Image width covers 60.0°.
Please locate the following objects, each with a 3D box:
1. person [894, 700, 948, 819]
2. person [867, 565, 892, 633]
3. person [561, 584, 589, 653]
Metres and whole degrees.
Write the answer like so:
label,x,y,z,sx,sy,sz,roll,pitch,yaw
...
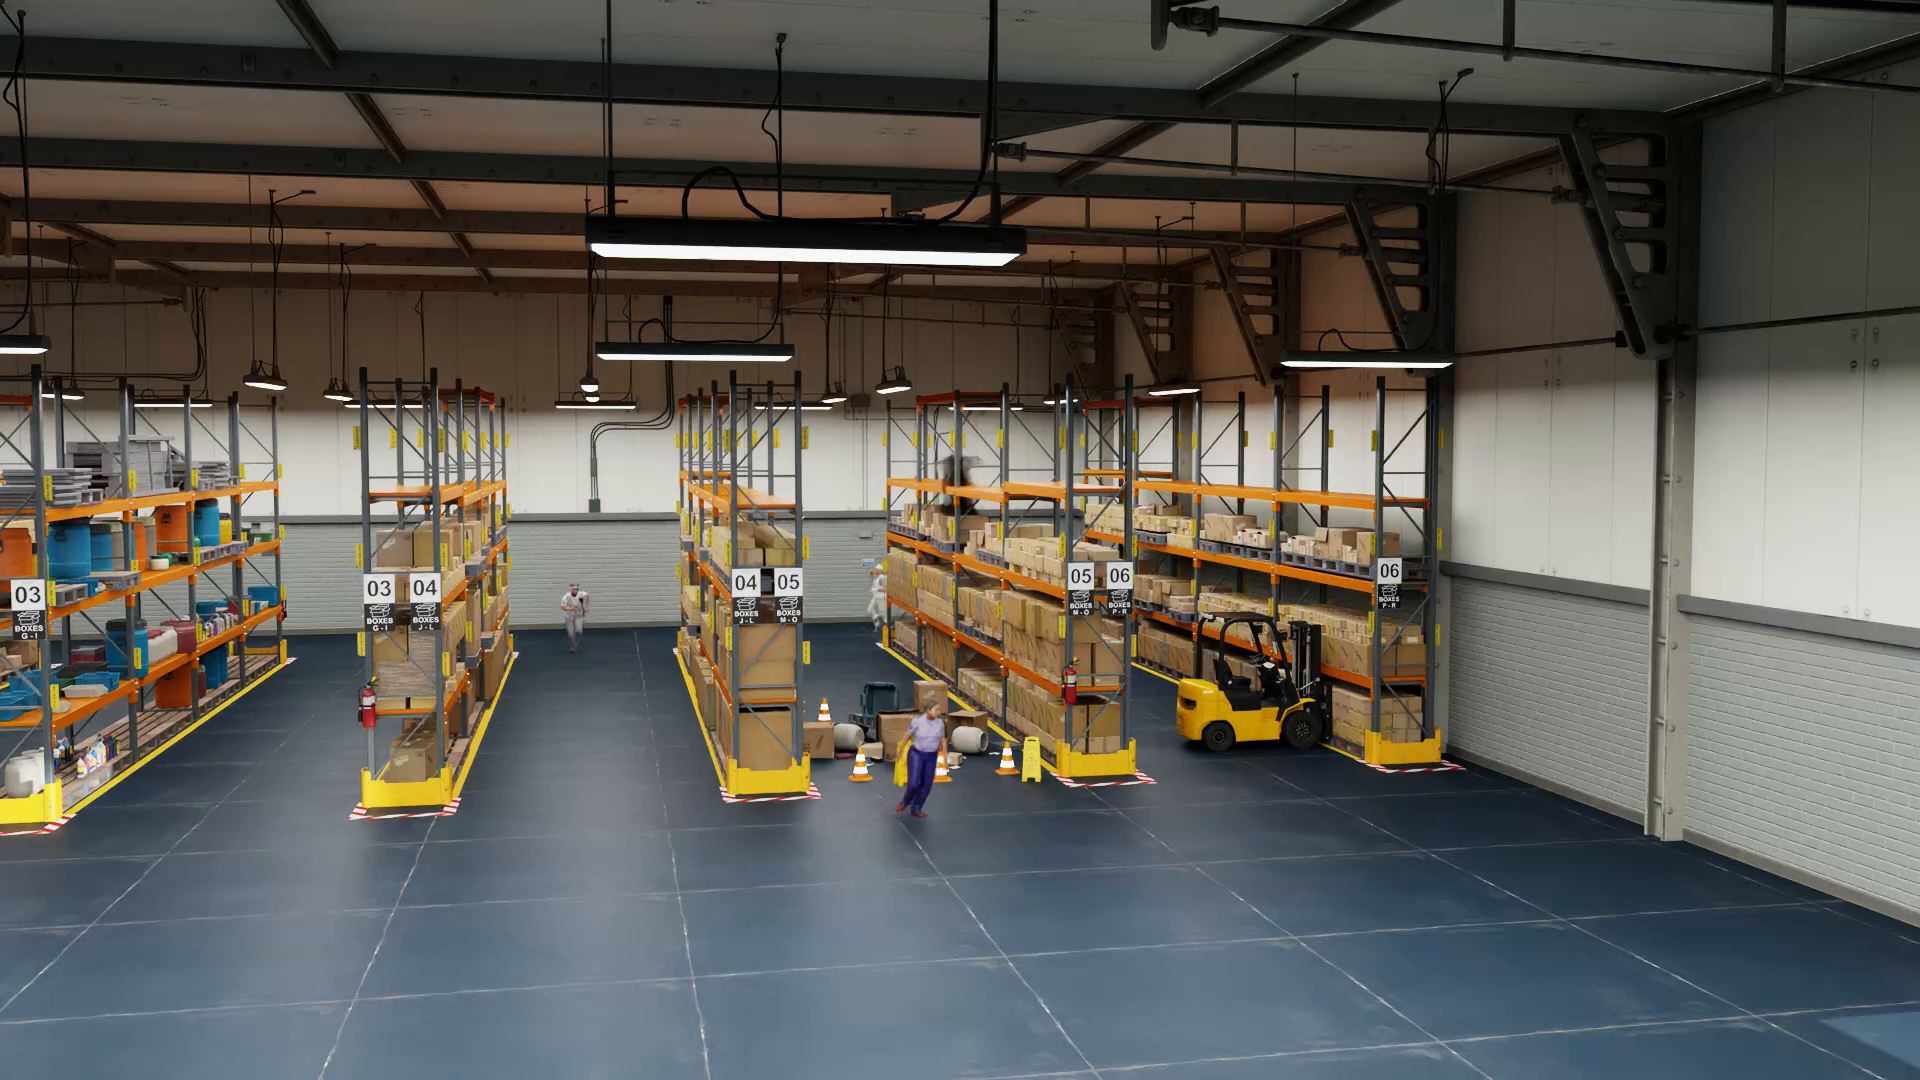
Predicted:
label,x,y,z,sx,sy,sz,roll,pitch,yaw
person,-0.513,2.896,22.043,0.651,1.609,0.533,-2,4,-26
person,-2.108,1.539,43.333,0.711,1.806,0.643,-2,4,-25
person,-9.070,1.847,39.218,0.657,1.699,0.893,-1,4,-18
